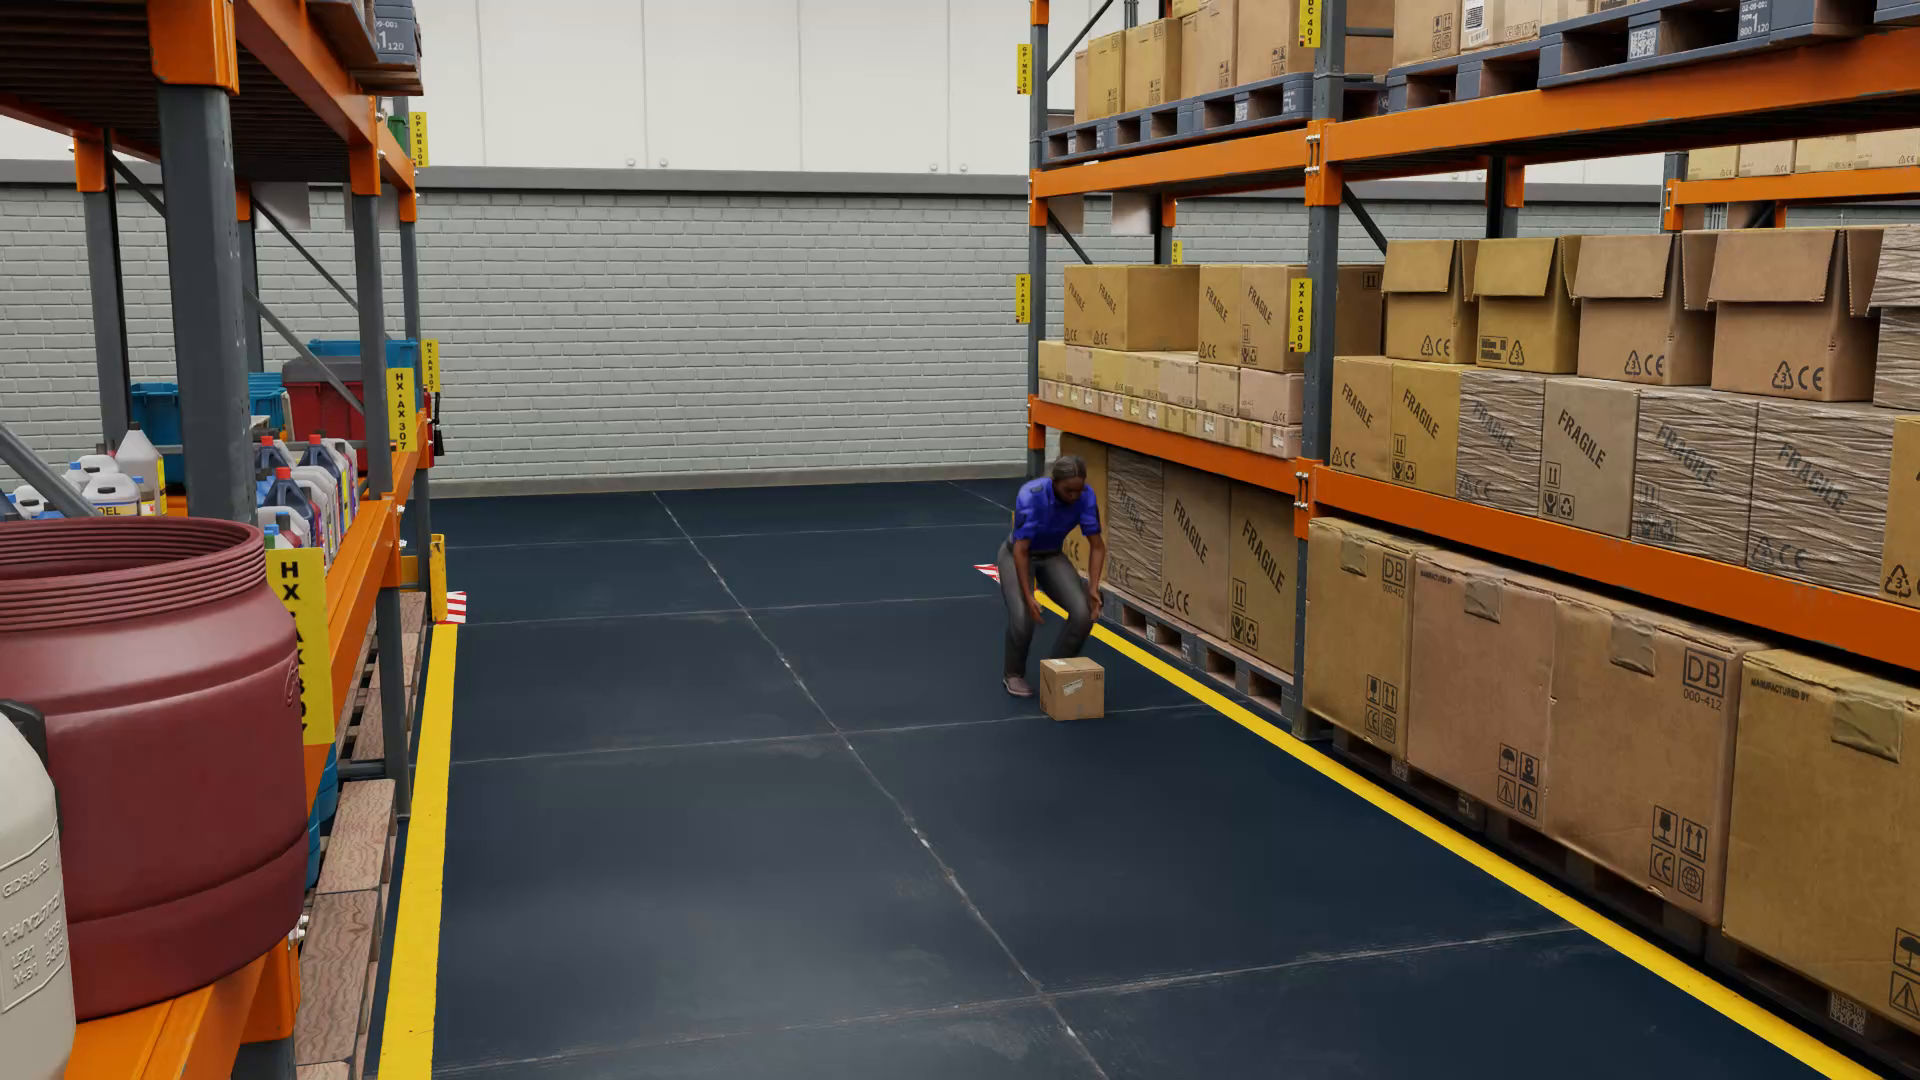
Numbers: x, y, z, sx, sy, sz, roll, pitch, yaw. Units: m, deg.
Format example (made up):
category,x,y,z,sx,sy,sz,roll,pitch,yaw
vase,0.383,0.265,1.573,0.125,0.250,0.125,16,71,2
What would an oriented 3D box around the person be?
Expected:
category,x,y,z,sx,sy,sz,roll,pitch,yaw
person,0.472,0.167,8.575,0.497,1.277,0.684,-3,10,-16
